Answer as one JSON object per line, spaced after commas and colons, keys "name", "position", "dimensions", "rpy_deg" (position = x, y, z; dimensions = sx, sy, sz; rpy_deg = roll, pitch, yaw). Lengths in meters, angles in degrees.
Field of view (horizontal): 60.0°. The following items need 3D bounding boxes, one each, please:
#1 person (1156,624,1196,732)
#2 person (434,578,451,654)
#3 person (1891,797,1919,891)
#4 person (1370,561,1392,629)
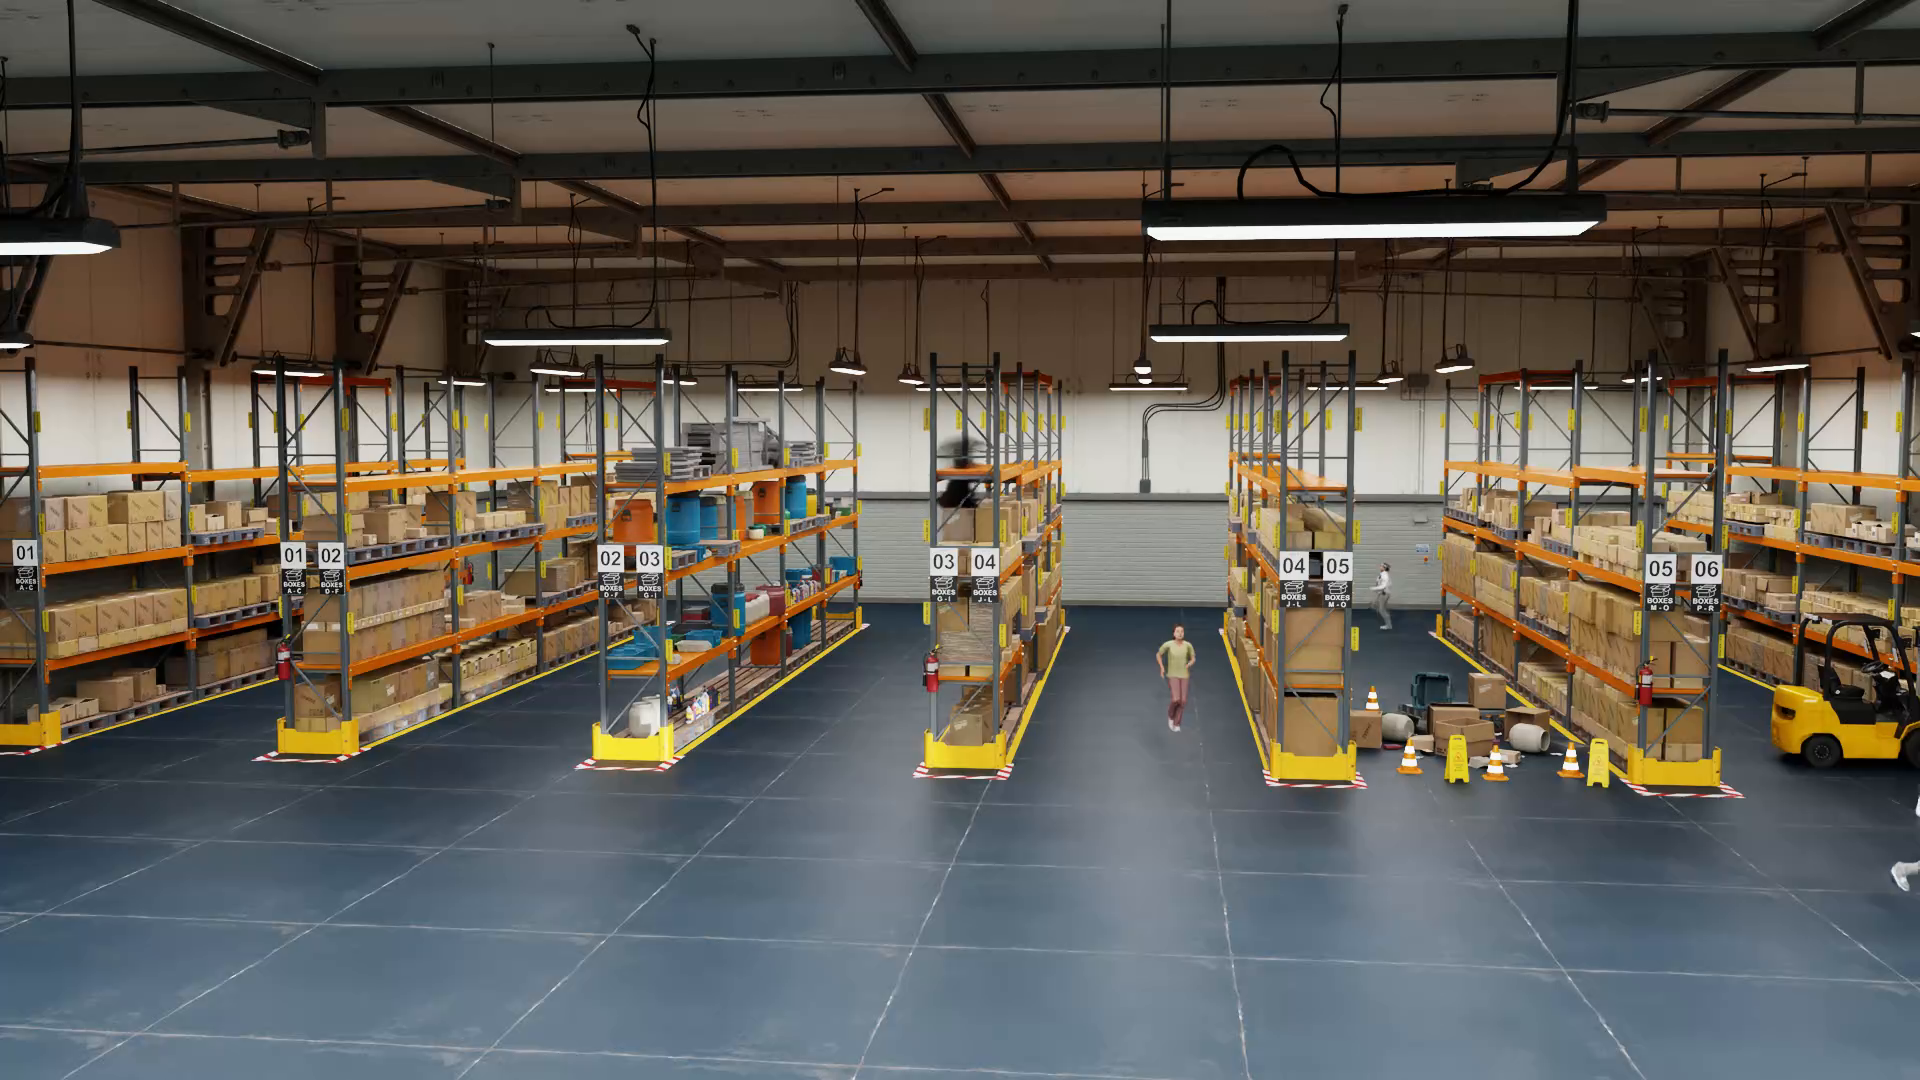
{"name": "person", "position": [3.317, 2.105, 25.273], "dimensions": [0.566, 1.651, 0.549], "rpy_deg": [-1, 4, -7]}
{"name": "person", "position": [-11.080, 1.633, 35.547], "dimensions": [0.550, 1.693, 0.904], "rpy_deg": [-1, 4, -8]}
{"name": "person", "position": [9.990, 3.025, 17.045], "dimensions": [0.549, 1.586, 0.786], "rpy_deg": [-2, 5, -27]}
{"name": "person", "position": [10.195, 1.320, 40.265], "dimensions": [0.560, 1.655, 0.607], "rpy_deg": [0, 4, 6]}
